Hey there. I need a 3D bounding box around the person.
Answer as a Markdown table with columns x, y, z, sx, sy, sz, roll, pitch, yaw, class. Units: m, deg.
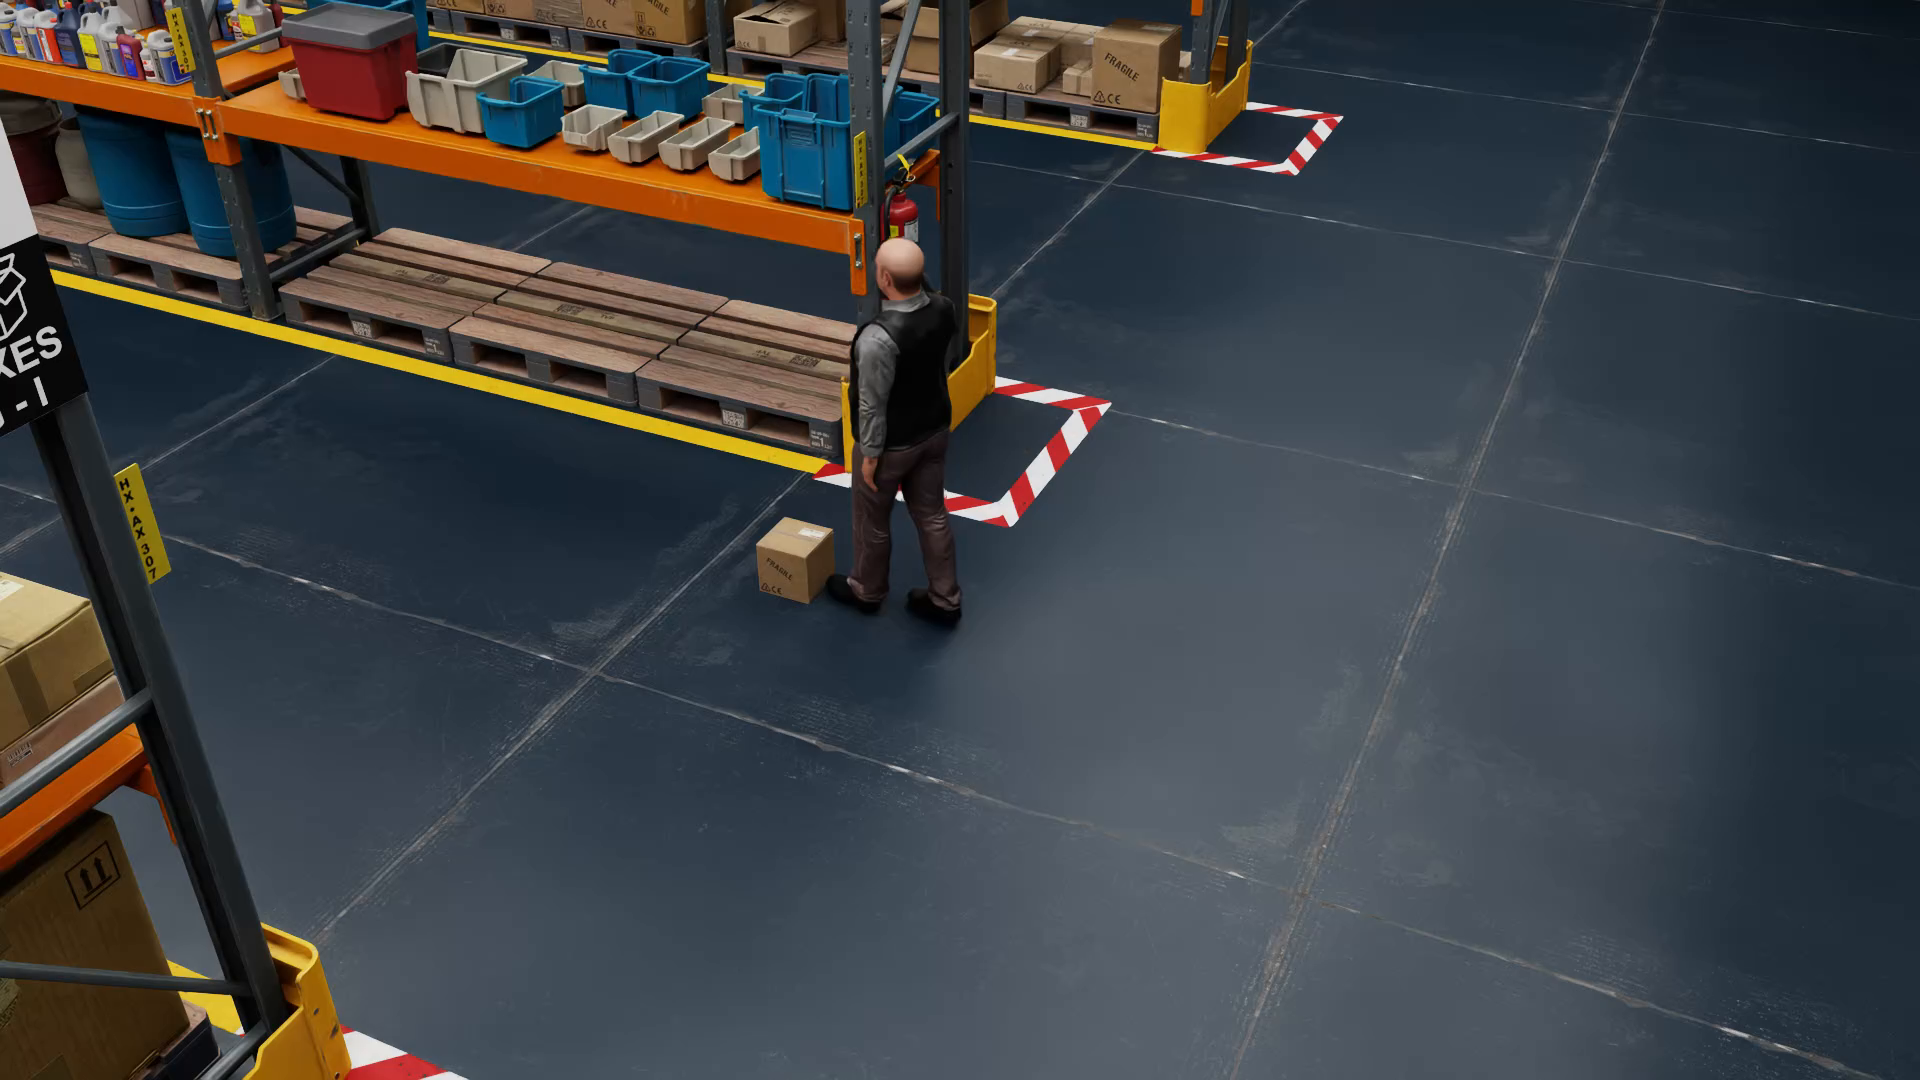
| x | y | z | sx | sy | sz | roll | pitch | yaw | class |
| --- | --- | --- | --- | --- | --- | --- | --- | --- | --- |
| -0.270 | -0.402 | 6.845 | 0.655 | 1.624 | 0.544 | 27 | 42 | 35 | person |
